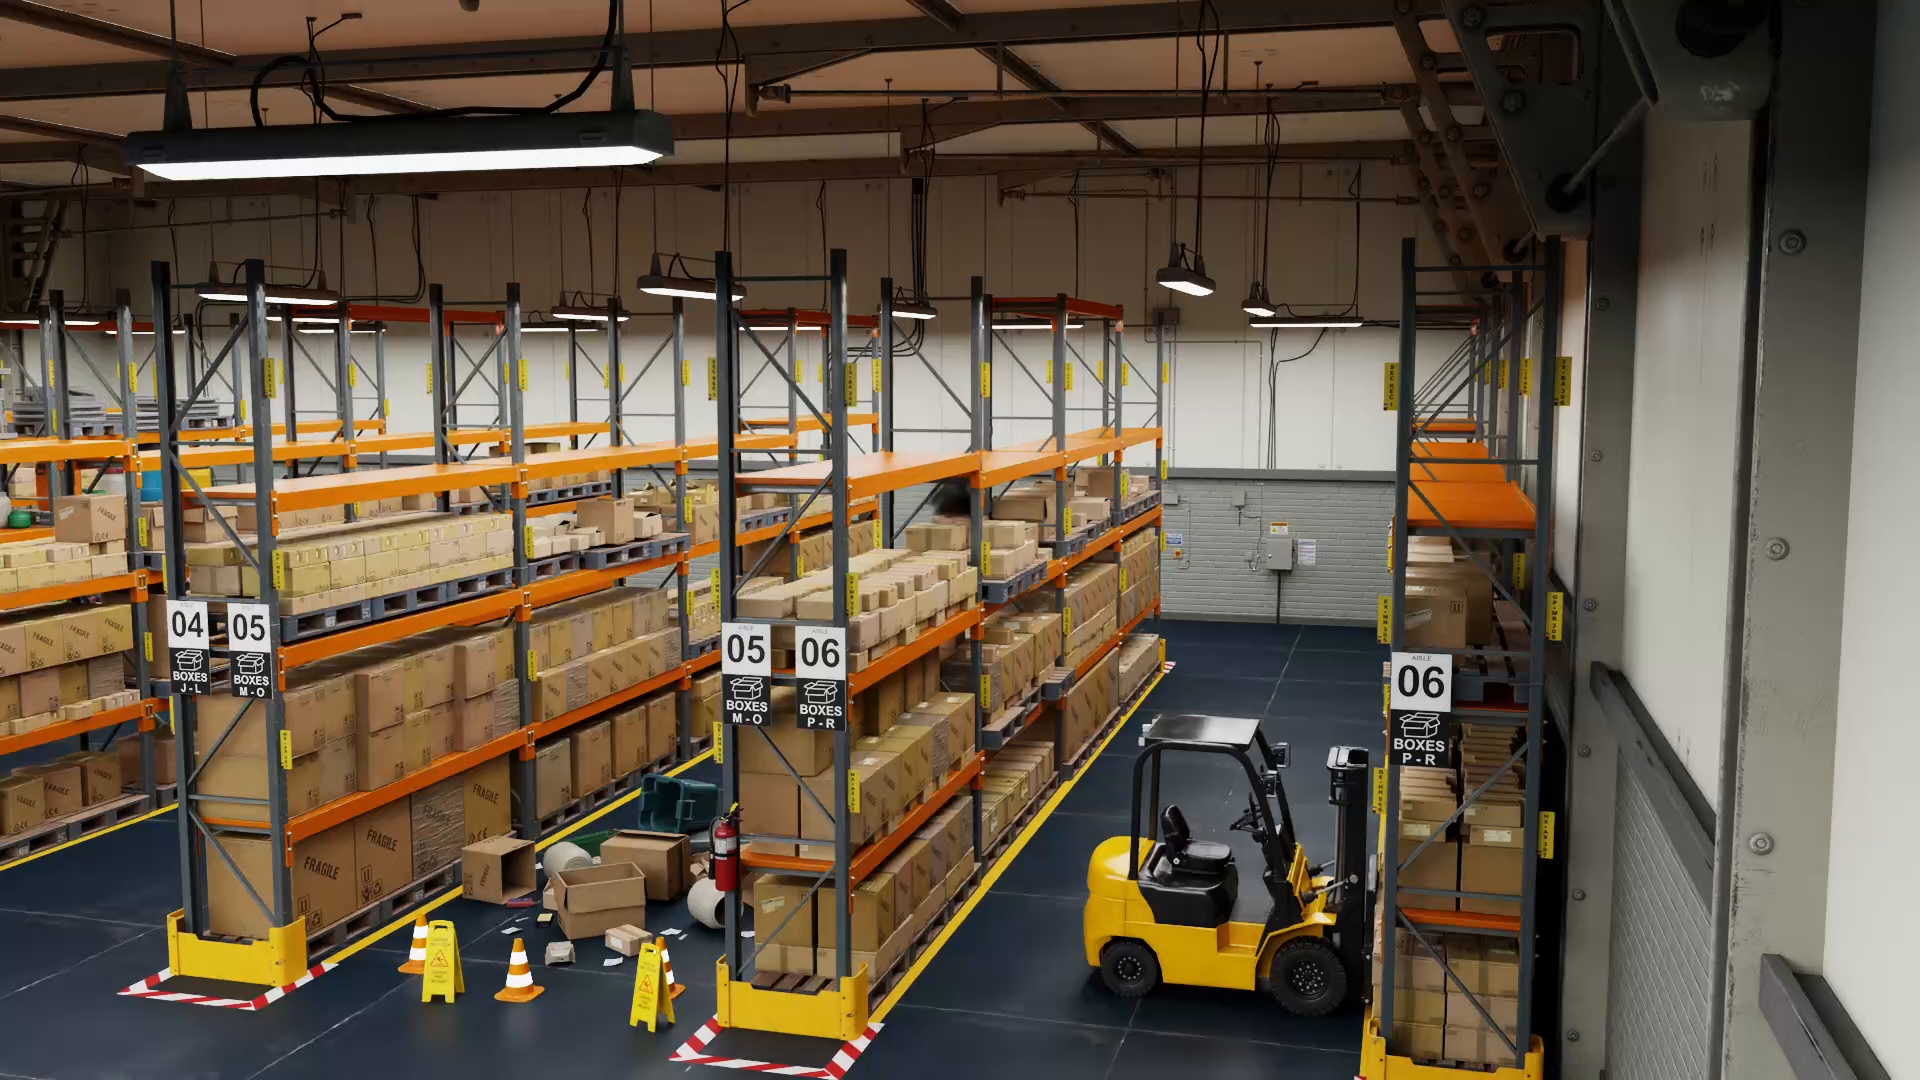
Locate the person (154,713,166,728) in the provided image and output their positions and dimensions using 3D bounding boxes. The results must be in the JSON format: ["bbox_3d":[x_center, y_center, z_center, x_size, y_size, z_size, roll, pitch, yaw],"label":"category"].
[{"bbox_3d":[-10.749,1.942,21.962,0.659,1.791,0.967,1,6,7],"label":"person"}]
